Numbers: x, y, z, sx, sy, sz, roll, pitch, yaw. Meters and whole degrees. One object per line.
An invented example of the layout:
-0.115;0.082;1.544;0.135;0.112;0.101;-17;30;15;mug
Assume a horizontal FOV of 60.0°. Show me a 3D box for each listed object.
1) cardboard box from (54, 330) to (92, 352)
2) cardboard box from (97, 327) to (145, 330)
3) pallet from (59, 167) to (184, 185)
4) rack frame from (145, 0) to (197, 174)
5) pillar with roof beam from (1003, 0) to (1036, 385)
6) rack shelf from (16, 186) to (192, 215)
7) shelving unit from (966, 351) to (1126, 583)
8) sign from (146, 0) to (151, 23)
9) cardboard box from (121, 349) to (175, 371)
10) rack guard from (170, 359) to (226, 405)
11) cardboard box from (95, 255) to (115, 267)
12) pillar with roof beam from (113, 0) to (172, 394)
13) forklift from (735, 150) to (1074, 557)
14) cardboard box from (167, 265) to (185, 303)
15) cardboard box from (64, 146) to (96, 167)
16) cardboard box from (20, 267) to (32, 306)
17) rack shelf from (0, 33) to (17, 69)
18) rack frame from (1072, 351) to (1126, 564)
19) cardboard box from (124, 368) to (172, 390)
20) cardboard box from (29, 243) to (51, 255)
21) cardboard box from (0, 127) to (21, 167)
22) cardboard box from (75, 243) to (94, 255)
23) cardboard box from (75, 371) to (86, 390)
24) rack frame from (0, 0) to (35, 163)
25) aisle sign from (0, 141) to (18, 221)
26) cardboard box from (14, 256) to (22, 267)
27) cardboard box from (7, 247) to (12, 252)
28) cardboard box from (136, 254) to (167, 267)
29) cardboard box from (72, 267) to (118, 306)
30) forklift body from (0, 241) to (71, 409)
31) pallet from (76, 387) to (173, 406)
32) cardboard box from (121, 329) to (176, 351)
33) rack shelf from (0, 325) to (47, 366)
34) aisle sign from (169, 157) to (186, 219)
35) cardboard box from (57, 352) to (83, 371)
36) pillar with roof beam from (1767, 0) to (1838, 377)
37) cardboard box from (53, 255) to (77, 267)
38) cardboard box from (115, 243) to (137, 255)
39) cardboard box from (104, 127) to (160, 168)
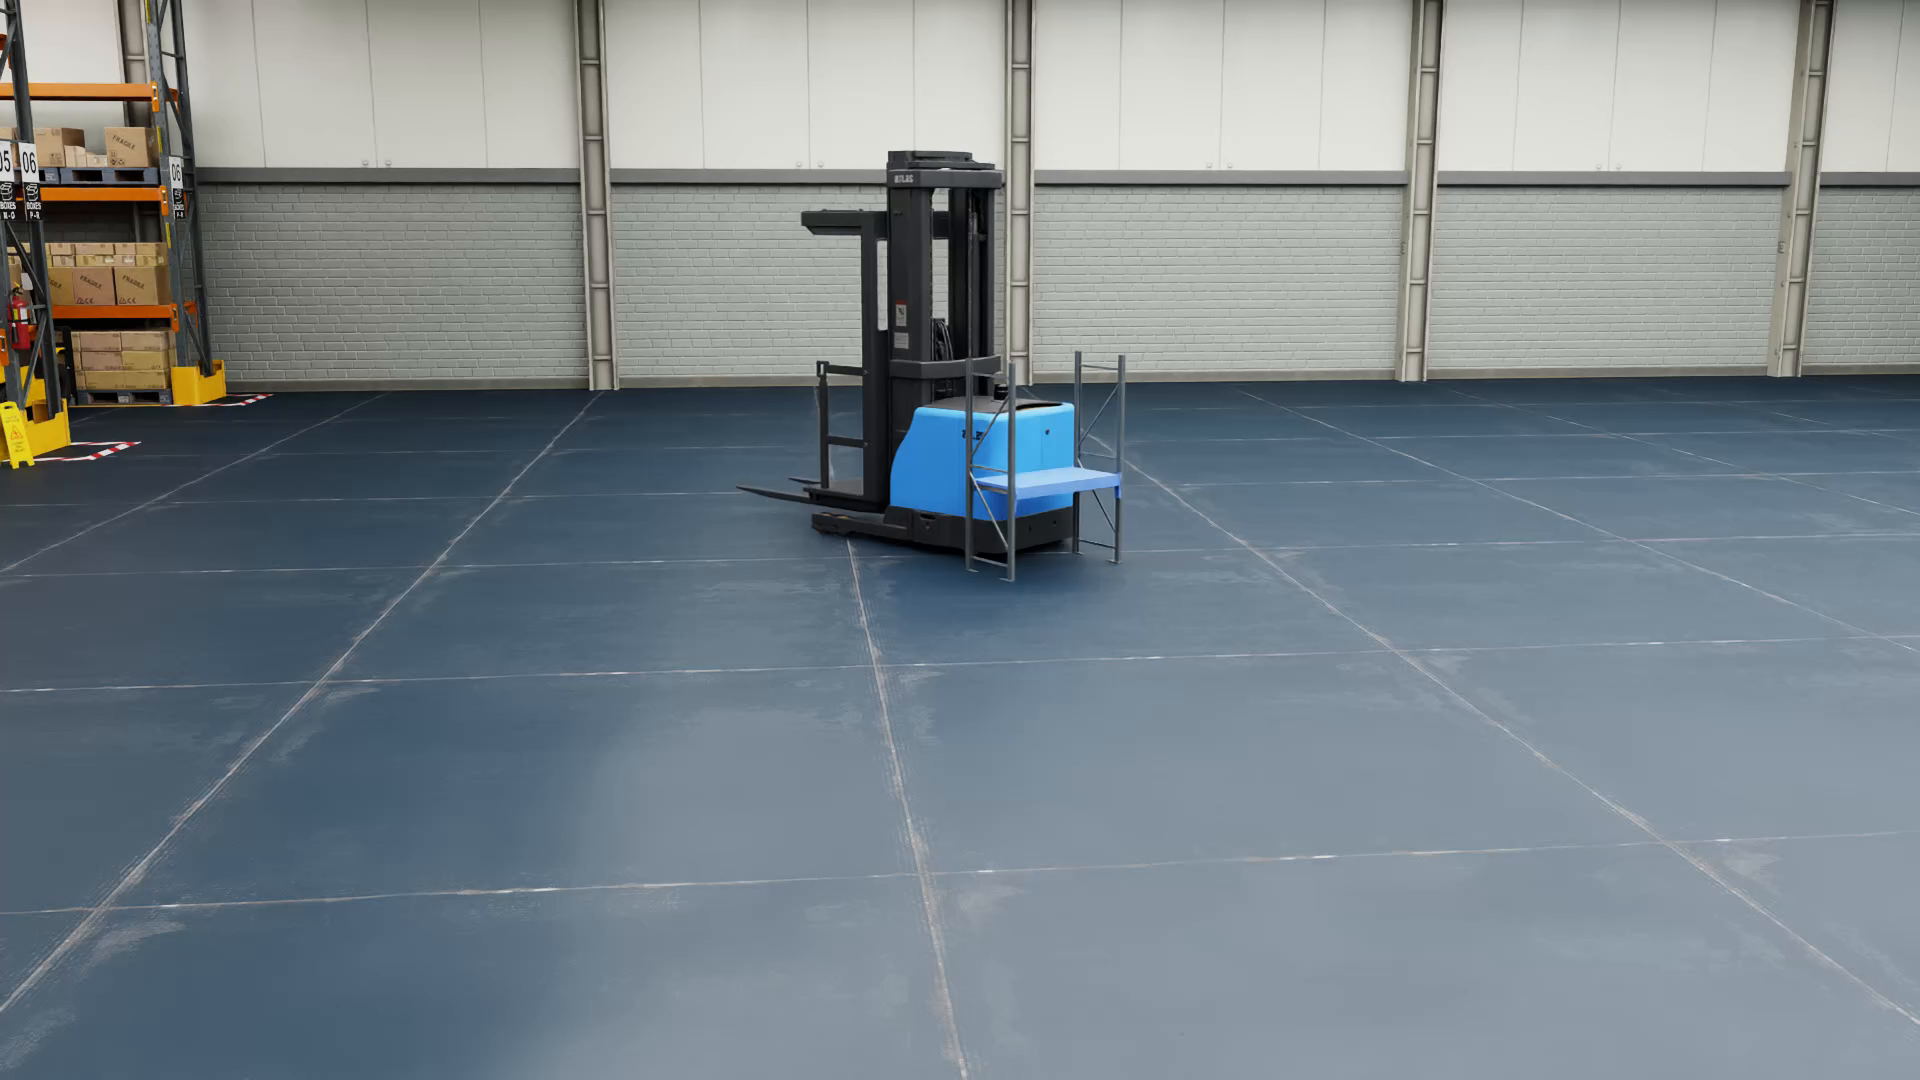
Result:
-11.719;-2.614;21.834;0.500;0.250;0.500;-1;11;-5;cardboard box
-11.282;-2.722;22.387;0.500;0.250;0.500;-1;11;-6;cardboard box
-10.993;-4.778;21.851;1.213;0.211;1.003;-1;11;-6;pallet
-10.287;-6.303;21.603;0.127;3.000;1.000;-1;11;-6;rack frame
1.318;-5.886;19.481;0.400;9.000;9.100;-1;11;-6;pillar with roof beam
-12.275;-4.437;21.750;4.000;0.370;1.077;-1;11;-6;rack shelf
0.605;-0.544;11.748;1.048;1.500;0.538;-9;14;-38;shelving unit
-10.243;-6.696;20.975;0.005;0.325;0.100;-1;11;-6;sign
-10.737;-2.392;22.002;0.500;0.250;0.500;-1;11;-7;cardboard box
-10.263;-2.134;22.426;0.348;0.500;1.175;-1;11;-6;rack guard
-11.117;-3.661;21.776;0.250;0.149;0.380;-1;11;-5;cardboard box
-10.612;-5.636;18.209;0.400;9.000;9.100;-1;11;-6;pillar with roof beam
-0.536;-1.528;13.041;3.031;2.935;1.130;9;15;40;forklift
-10.810;-3.452;22.391;0.500;0.500;0.500;-1;11;-4;cardboard box
-11.330;-4.940;21.444;0.258;0.266;0.396;-1;11;-6;cardboard box
-12.273;-3.316;21.699;0.500;0.500;0.500;-1;11;-6;cardboard box
-11.736;-4.955;16.619;4.000;0.370;1.077;-1;11;-6;rack shelf
1.002;-0.605;12.059;0.032;1.500;0.500;-9;14;-38;rack frame
-10.720;-2.146;22.049;0.500;0.250;0.500;-1;11;-6;cardboard box
-11.878;-3.779;21.604;0.250;0.149;0.380;-1;11;-5;cardboard box
-12.316;-5.074;21.512;0.637;0.503;0.797;-1;11;-4;cardboard box
-11.375;-3.812;21.773;0.250;0.149;0.380;-1;11;-6;cardboard box
-11.714;-2.129;21.961;0.500;0.250;0.500;-1;11;-5;cardboard box
-9.747;-5.352;16.762;0.127;3.000;1.000;-1;11;-6;rack frame
-9.654;-3.629;16.813;0.004;0.787;0.394;-1;11;-6;aisle sign
-12.132;-3.647;21.701;0.250;0.149;0.380;-1;11;-6;cardboard box
-12.397;-3.790;21.659;0.250;0.149;0.380;-1;11;-6;cardboard box
-10.602;-3.666;21.800;0.250;0.149;0.380;-1;11;-5;cardboard box
-11.265;-3.339;21.818;0.500;0.500;0.500;-1;11;-4;cardboard box
-11.975;-2.554;20.283;1.214;2.155;2.313;-1;11;-6;forklift body
-11.043;-1.968;22.329;1.213;0.211;1.003;-1;11;-6;pallet
-10.711;-2.638;21.957;0.500;0.250;0.500;-1;11;-4;cardboard box
-11.736;-2.013;17.198;4.000;0.370;1.077;-1;11;-6;rack shelf
-10.190;-4.580;21.652;0.004;0.787;0.394;-1;11;-6;aisle sign
-11.748;-2.369;21.884;0.500;0.250;0.500;-1;11;-7;cardboard box
13.248;-6.136;20.752;0.400;9.000;9.100;-1;11;-6;pillar with roof beam
-11.625;-3.644;21.686;0.250;0.149;0.380;-2;11;-8;cardboard box
-10.862;-3.814;21.781;0.250;0.149;0.380;-1;11;-6;cardboard box
-10.701;-5.080;21.548;0.500;0.500;0.500;-1;11;-4;cardboard box
